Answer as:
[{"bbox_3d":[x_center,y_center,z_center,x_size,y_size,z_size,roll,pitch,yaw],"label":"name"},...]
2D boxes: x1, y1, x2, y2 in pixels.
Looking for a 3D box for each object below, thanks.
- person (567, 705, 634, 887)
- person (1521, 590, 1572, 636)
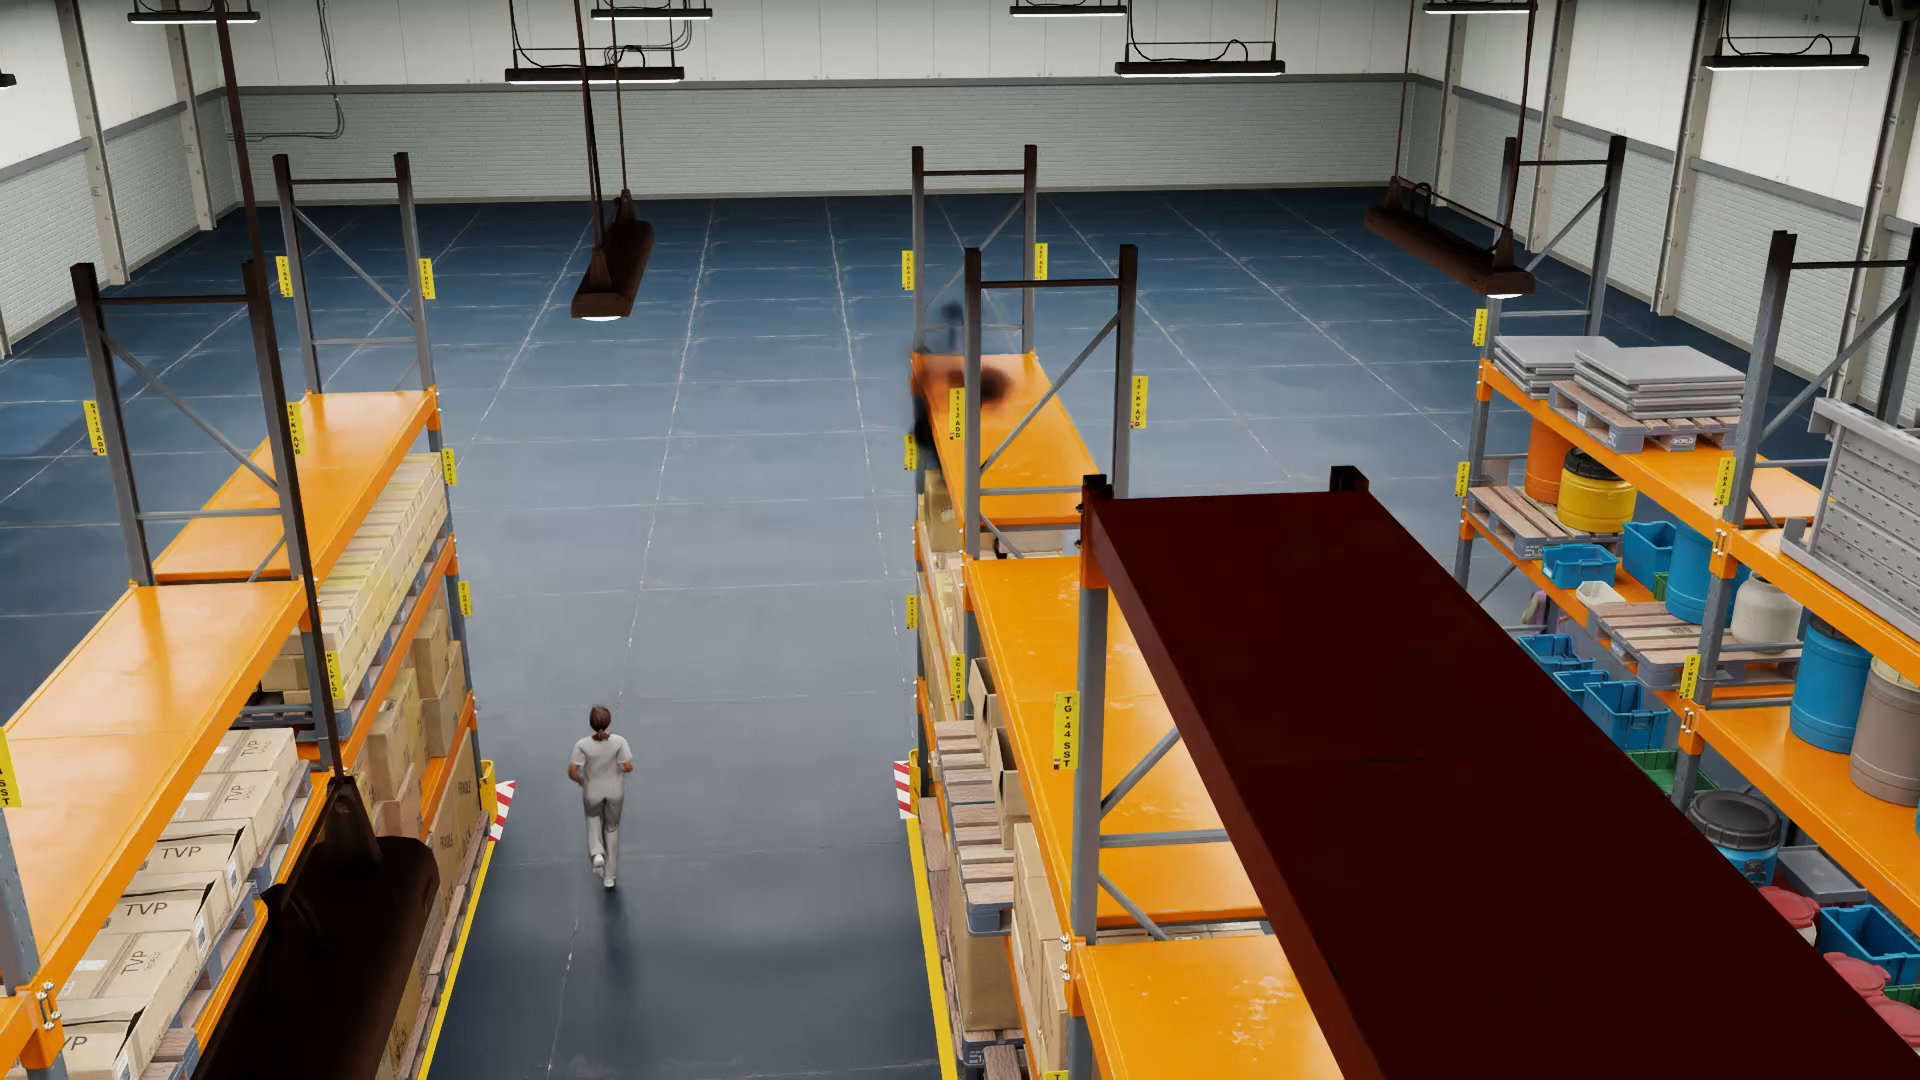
[{"bbox_3d":[-3.021,2.115,14.069,0.539,1.626,0.541,-4,22,-11],"label":"person"},{"bbox_3d":[5.927,1.007,16.924,0.487,1.599,0.854,-11,24,-26],"label":"person"}]
